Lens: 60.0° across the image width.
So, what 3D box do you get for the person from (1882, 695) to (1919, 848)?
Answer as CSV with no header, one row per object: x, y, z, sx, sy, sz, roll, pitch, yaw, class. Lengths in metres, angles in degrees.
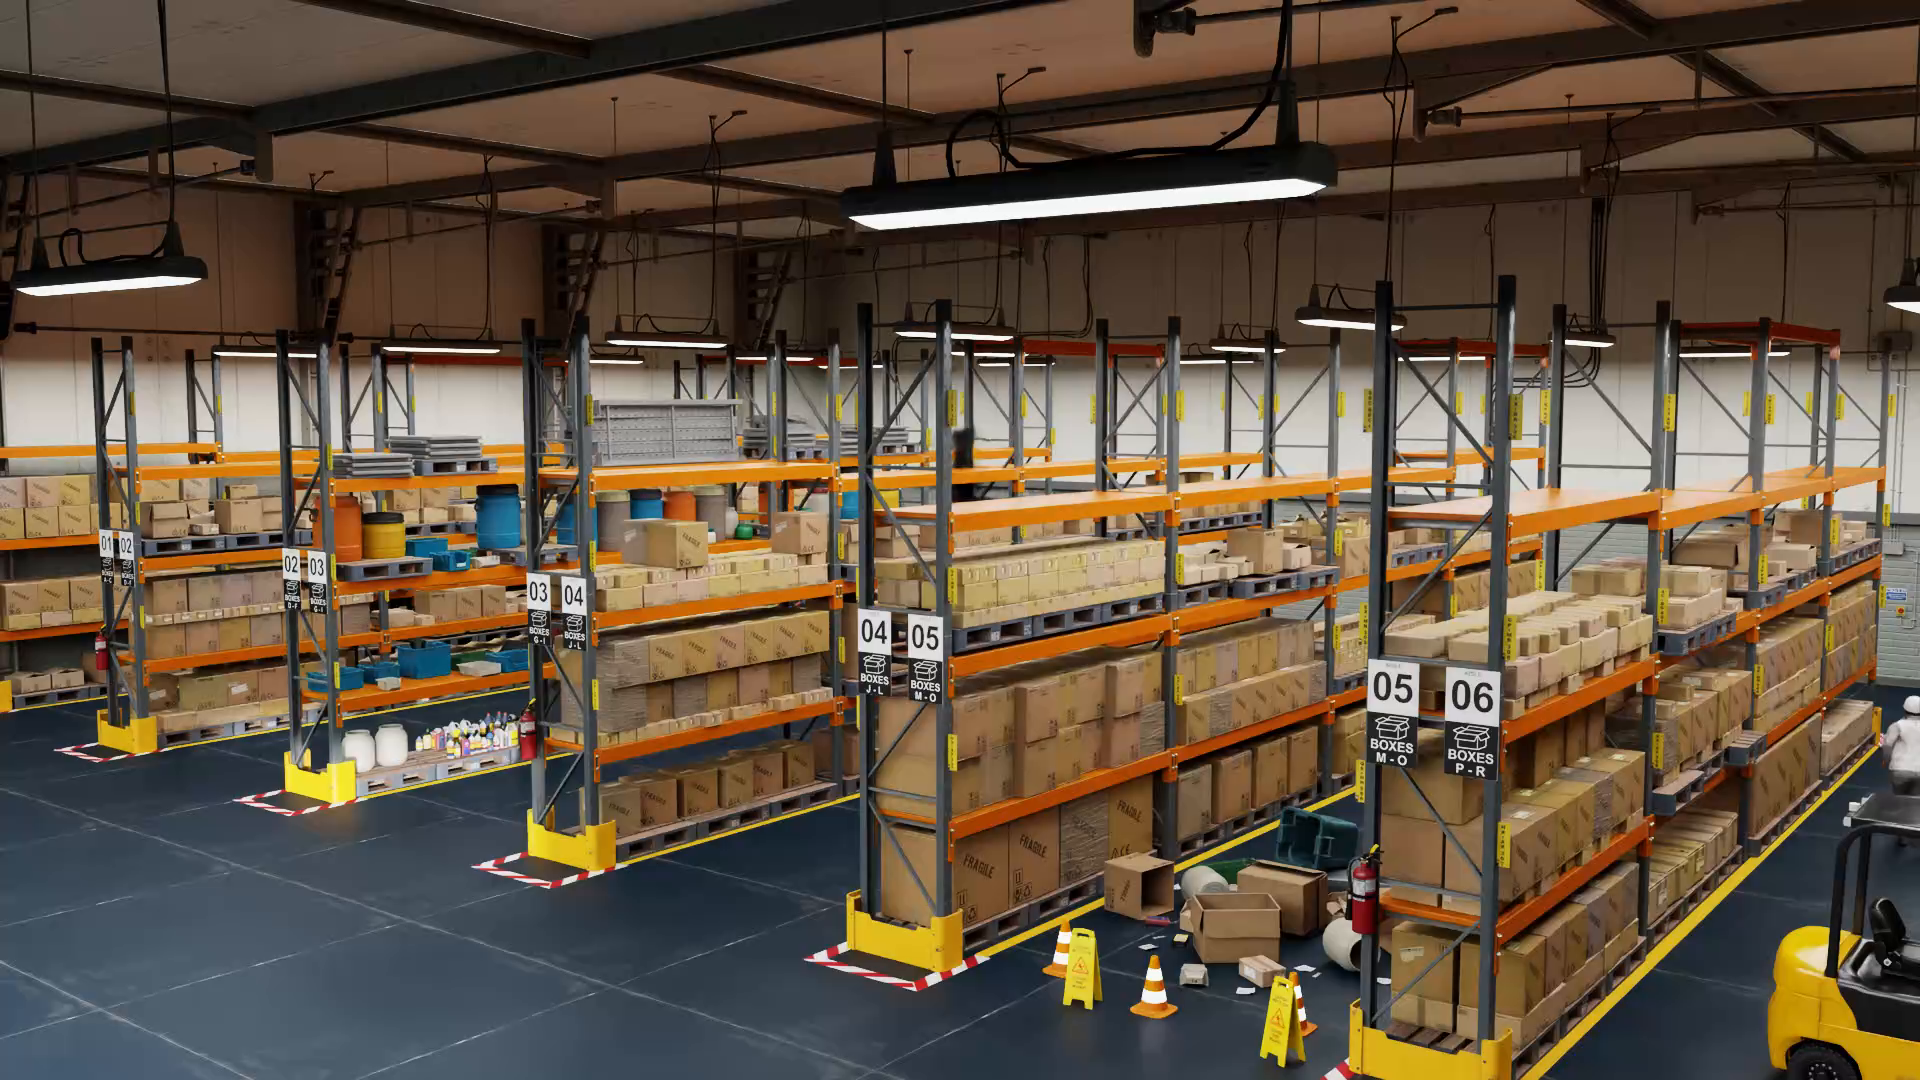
10.874,2.661,18.961,0.656,1.731,0.796,2,5,23,person

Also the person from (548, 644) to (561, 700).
-6.268,2.145,25.882,0.619,1.530,0.691,2,5,20,person
